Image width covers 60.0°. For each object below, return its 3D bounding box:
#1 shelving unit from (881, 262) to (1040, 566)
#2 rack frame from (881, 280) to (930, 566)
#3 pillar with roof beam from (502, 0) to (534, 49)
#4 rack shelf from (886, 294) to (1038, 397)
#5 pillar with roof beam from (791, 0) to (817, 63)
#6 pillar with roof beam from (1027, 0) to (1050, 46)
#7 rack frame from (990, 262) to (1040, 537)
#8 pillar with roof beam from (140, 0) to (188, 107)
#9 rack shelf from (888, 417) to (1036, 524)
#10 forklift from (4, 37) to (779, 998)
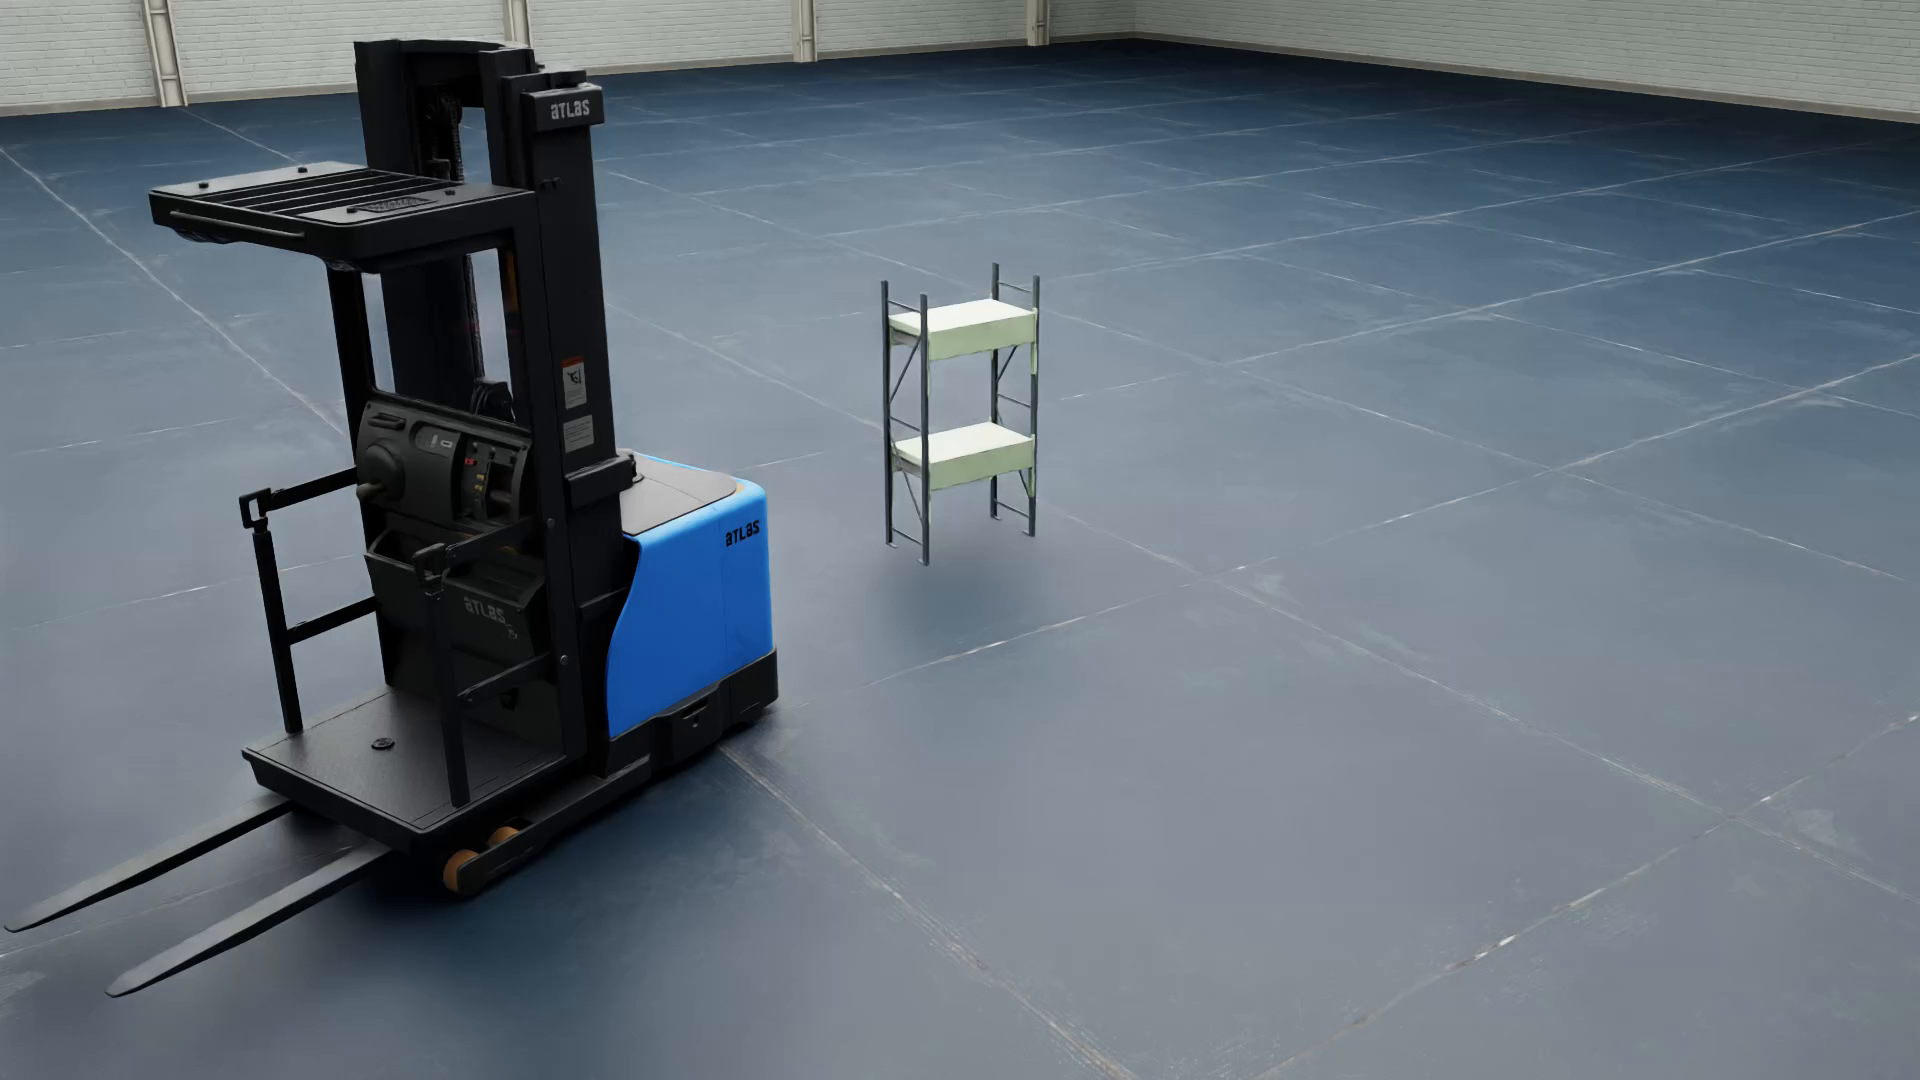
[{"bbox_3d":[0.005,-0.698,9.122,0.755,1.500,0.431,-15,26,-33],"label":"shelving unit"},{"bbox_3d":[-0.292,-0.619,8.924,0.023,1.500,0.400,-15,26,-33],"label":"rack frame"},{"bbox_3d":[-5.493,-11.294,25.559,0.400,9.000,9.100,-15,26,-33],"label":"pillar with roof beam"},{"bbox_3d":[0.005,-1.061,8.977,0.720,0.370,0.431,-15,26,-33],"label":"rack shelf"},{"bbox_3d":[-0.623,-12.593,28.813,0.400,9.000,9.100,-15,26,-33],"label":"pillar with roof beam"},{"bbox_3d":[4.248,-13.892,32.068,0.400,9.000,9.100,-15,26,-33],"label":"pillar with roof beam"},{"bbox_3d":[0.303,-0.777,9.321,0.023,1.500,0.400,-15,26,-33],"label":"rack frame"},{"bbox_3d":[-10.364,-9.996,22.304,0.400,9.000,9.100,-15,26,-33],"label":"pillar with roof beam"},{"bbox_3d":[0.005,-0.395,9.243,0.720,0.370,0.431,-15,26,-33],"label":"rack shelf"},{"bbox_3d":[-2.064,-0.254,6.079,1.130,2.935,3.031,14,26,32],"label":"forklift"}]
